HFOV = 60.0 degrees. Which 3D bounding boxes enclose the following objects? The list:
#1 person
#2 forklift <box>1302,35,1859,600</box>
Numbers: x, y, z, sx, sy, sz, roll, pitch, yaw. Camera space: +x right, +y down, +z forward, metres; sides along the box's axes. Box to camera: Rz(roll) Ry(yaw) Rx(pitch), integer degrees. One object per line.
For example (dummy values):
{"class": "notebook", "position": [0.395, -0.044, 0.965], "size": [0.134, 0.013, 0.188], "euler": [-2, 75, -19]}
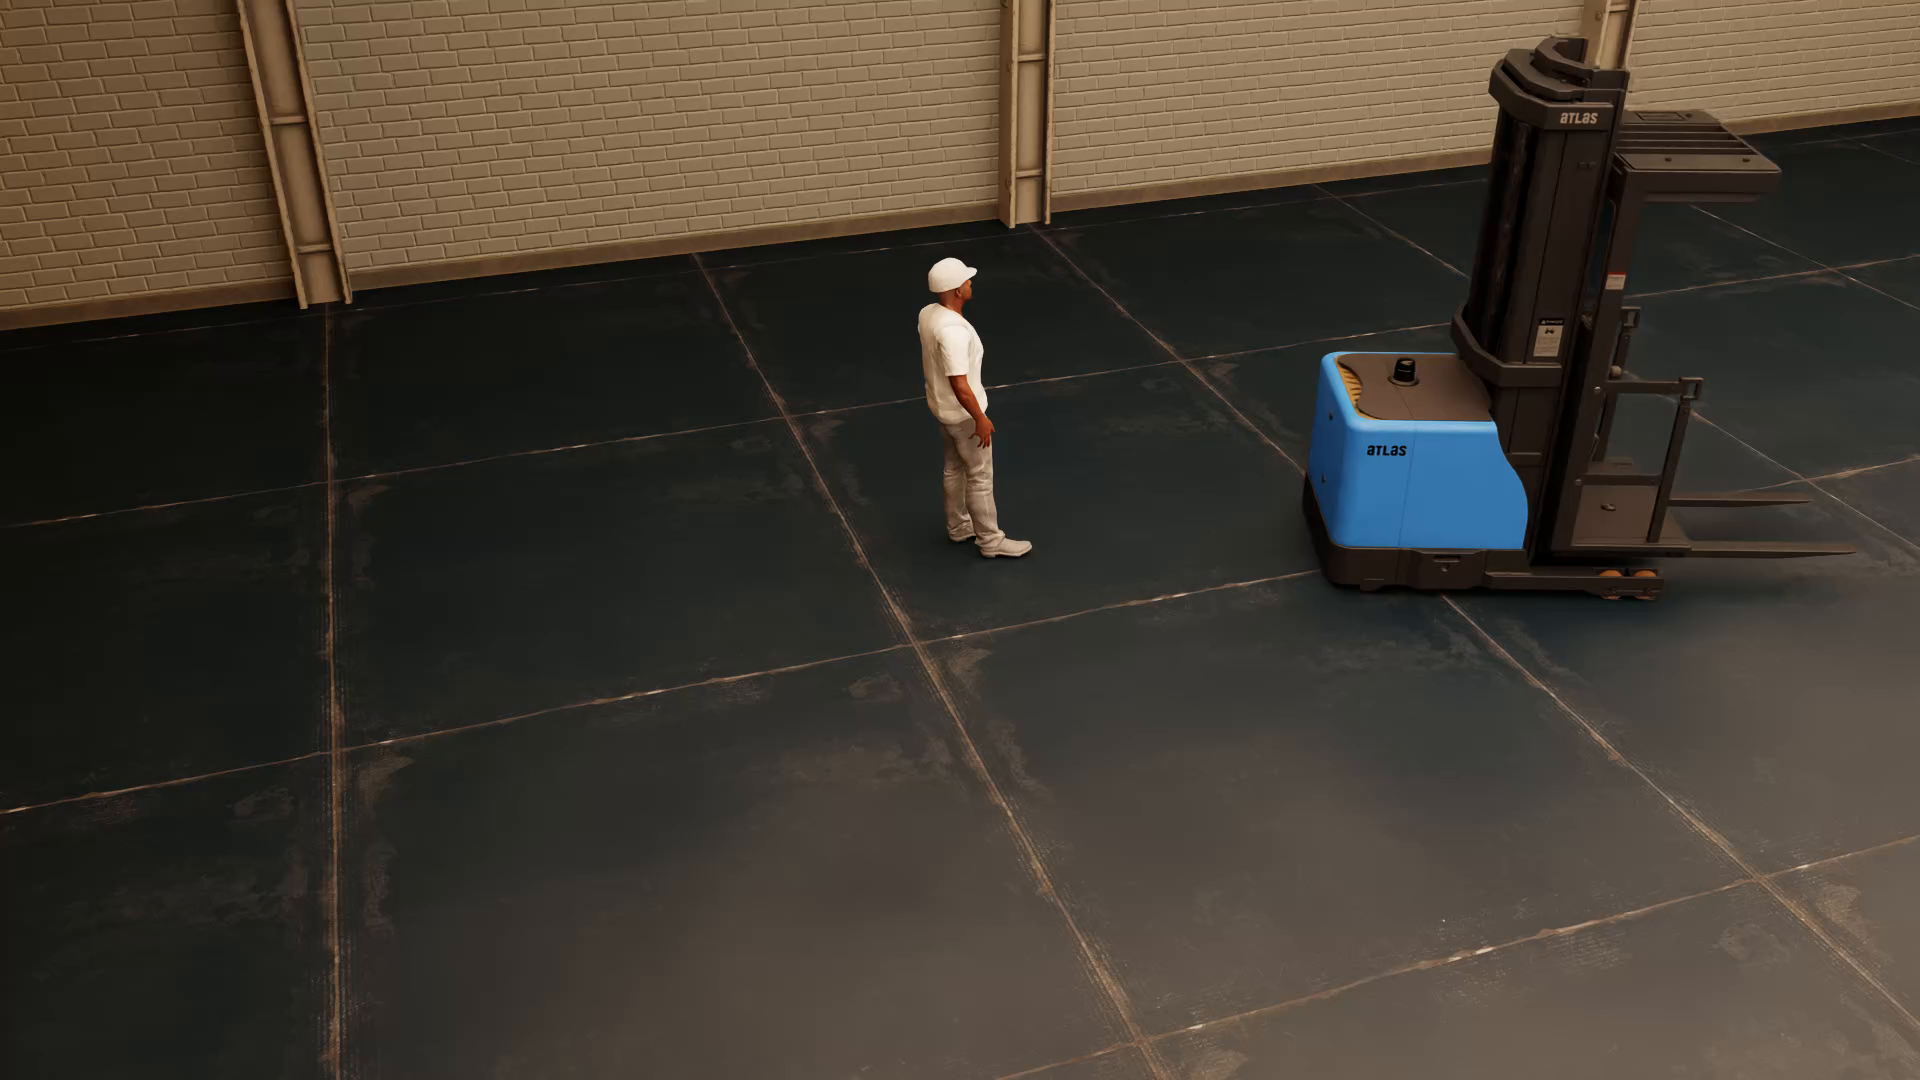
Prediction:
{"class": "person", "position": [0.068, -0.780, 9.596], "size": [0.577, 1.765, 0.665], "euler": [-10, 31, -16]}
{"class": "forklift", "position": [3.615, -1.199, 9.170], "size": [3.031, 2.935, 1.130], "euler": [1, 30, 1]}
